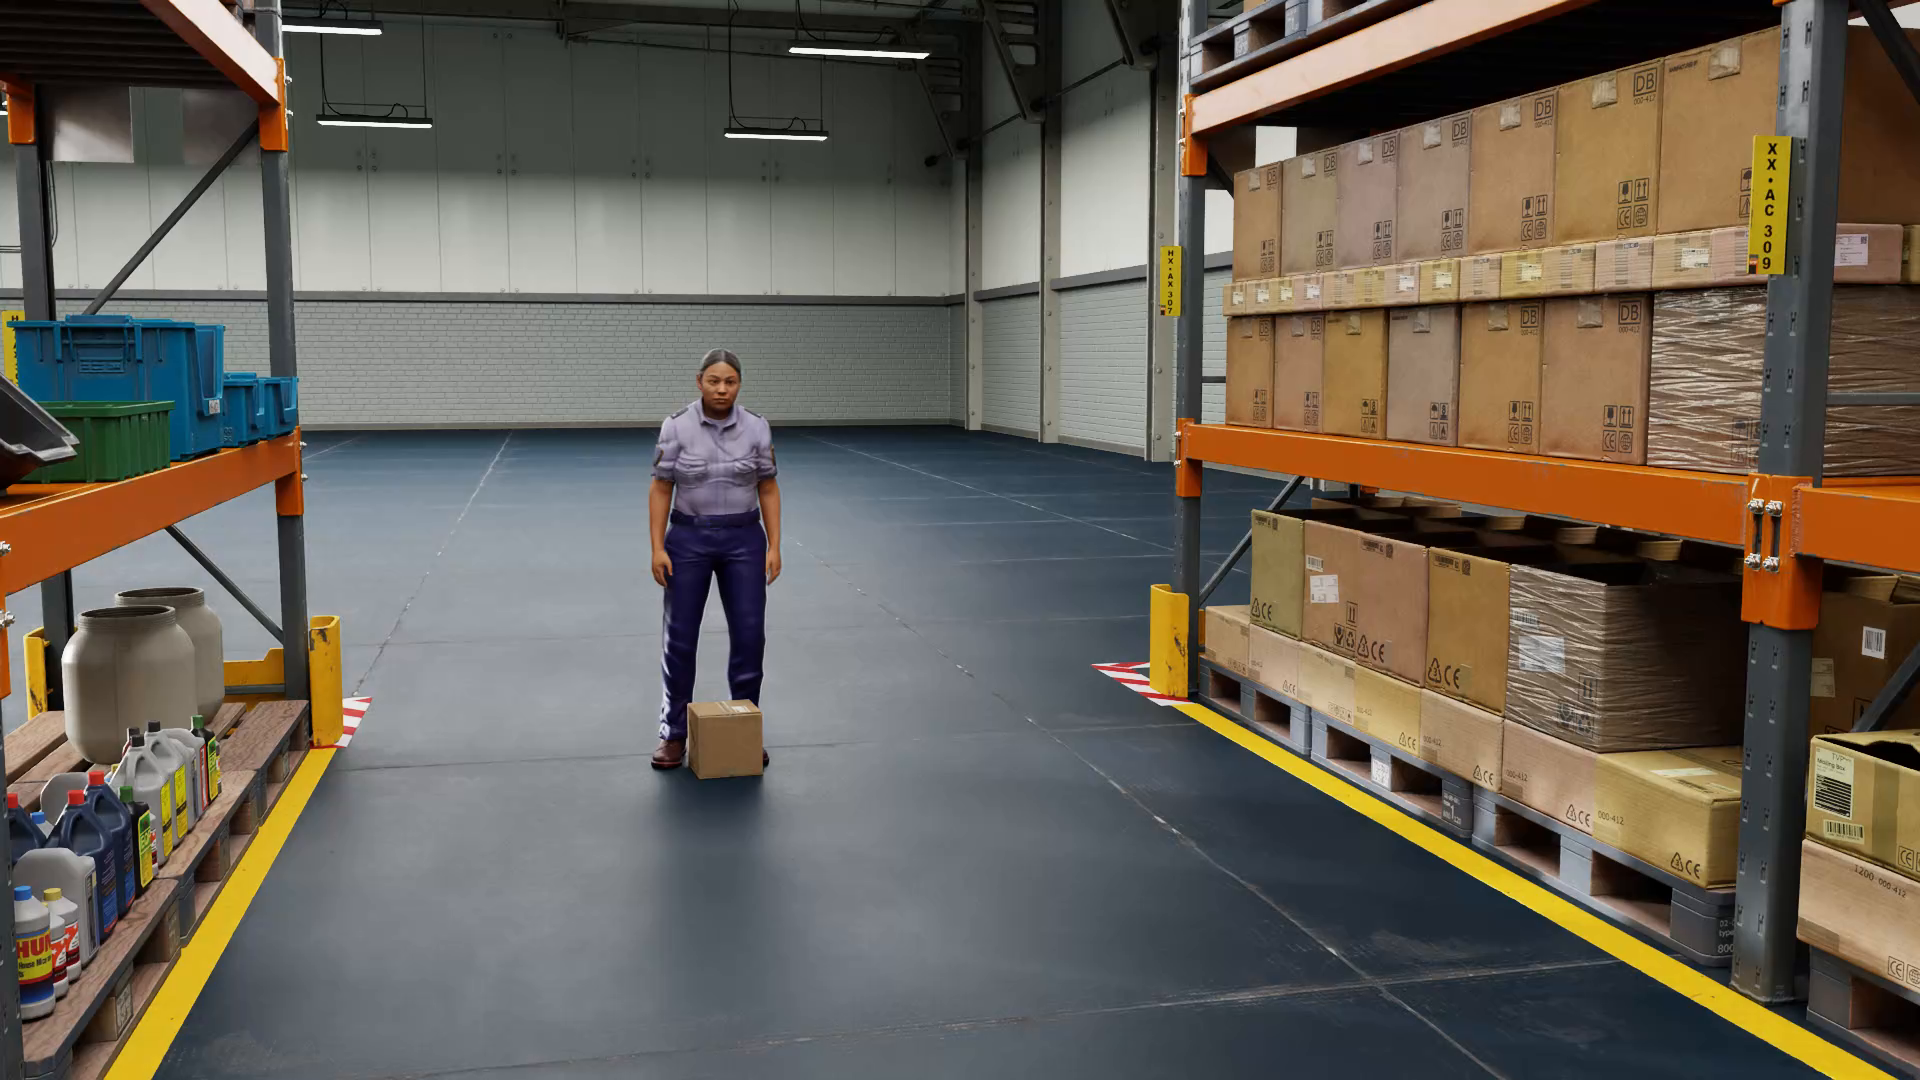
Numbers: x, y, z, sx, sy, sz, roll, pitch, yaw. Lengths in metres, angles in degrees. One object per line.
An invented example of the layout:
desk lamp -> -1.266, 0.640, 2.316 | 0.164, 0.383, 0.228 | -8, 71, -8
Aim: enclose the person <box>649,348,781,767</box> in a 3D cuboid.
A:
person -> -0.981, 0.062, 6.655 | 0.546, 1.651, 0.415 | -2, 6, -14
